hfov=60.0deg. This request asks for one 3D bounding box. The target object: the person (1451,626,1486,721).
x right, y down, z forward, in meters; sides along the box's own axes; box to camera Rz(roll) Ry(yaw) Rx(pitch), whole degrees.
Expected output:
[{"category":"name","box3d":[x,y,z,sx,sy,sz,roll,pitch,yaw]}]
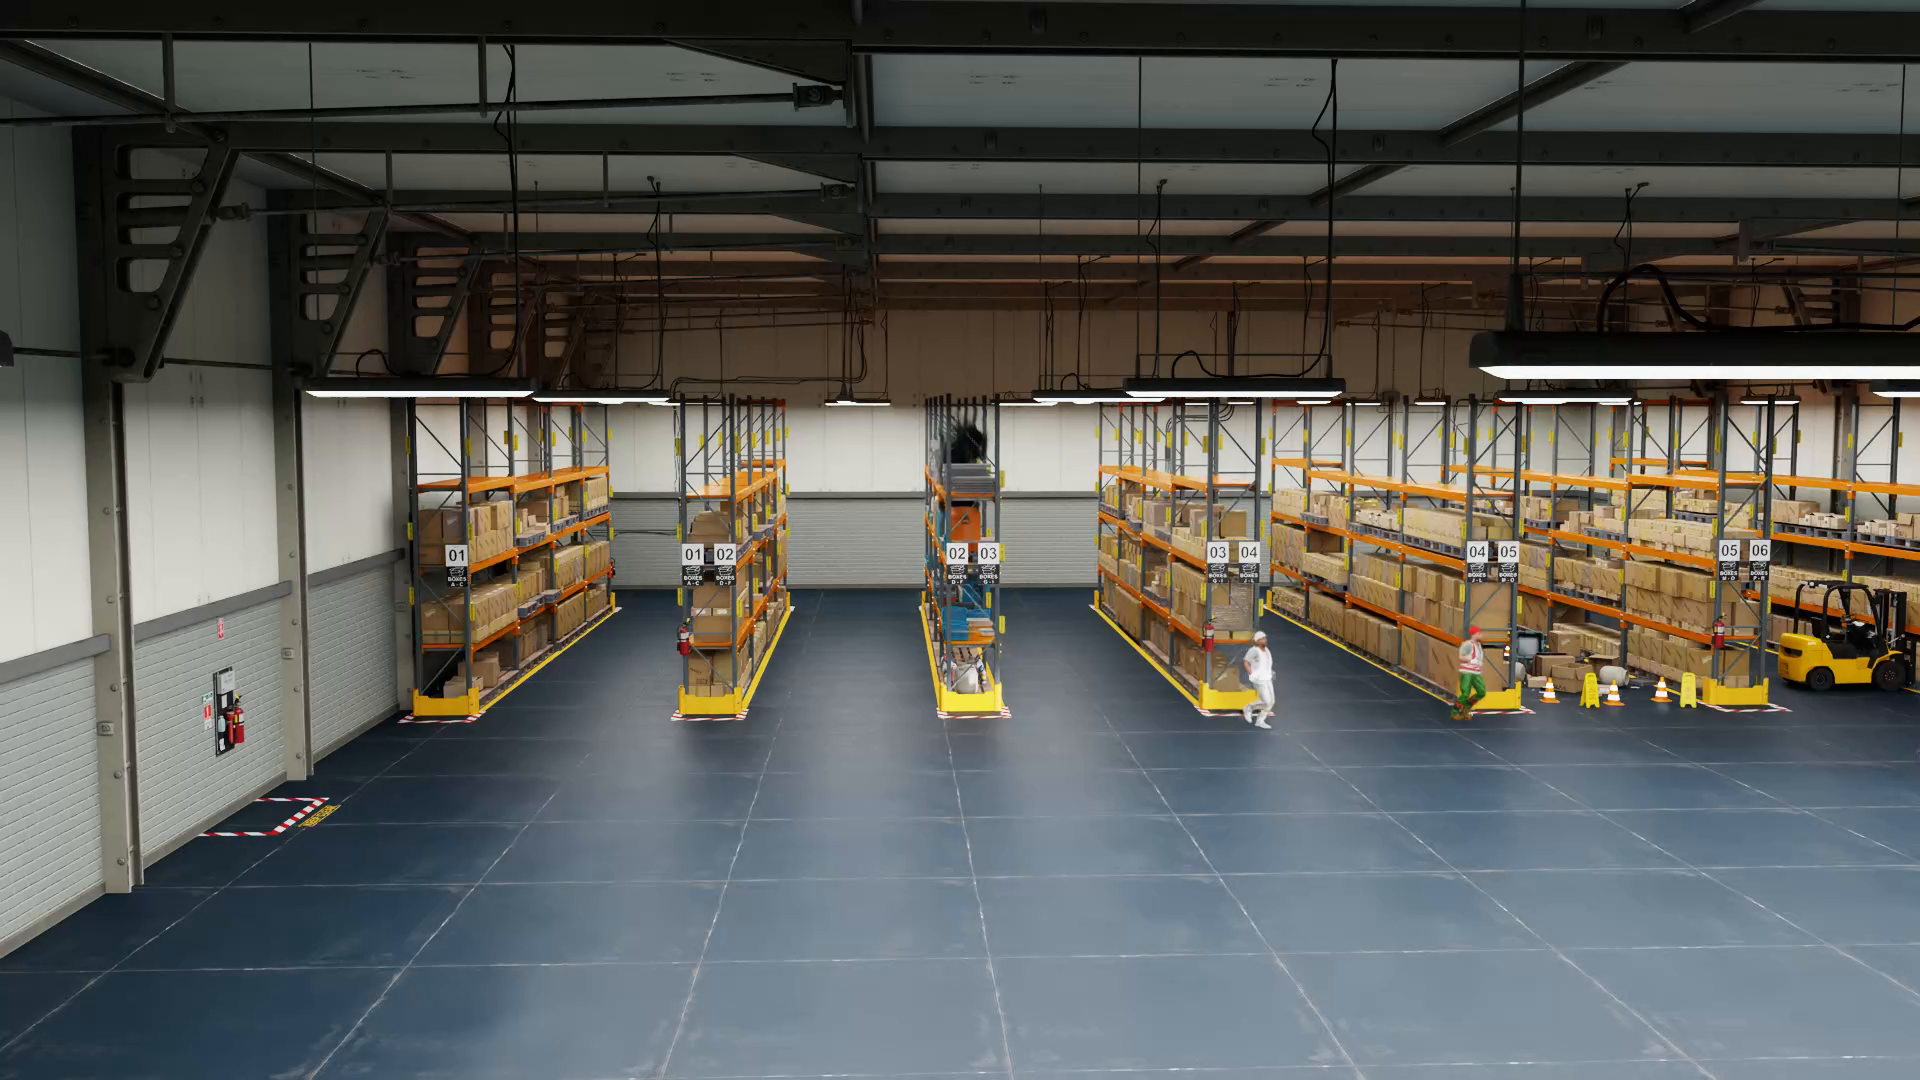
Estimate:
[{"category":"person","box3d":[9.422,2.448,30.479,0.662,1.731,0.610,-3,5,-32]}]

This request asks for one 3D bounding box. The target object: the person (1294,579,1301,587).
[{"category":"person","box3d":[10.004,1.068,48.846,0.529,1.617,0.661,3,5,29]}]

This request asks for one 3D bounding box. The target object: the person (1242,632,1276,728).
[{"category":"person","box3d":[5.373,2.506,29.823,0.559,1.726,0.706,4,6,38]}]
